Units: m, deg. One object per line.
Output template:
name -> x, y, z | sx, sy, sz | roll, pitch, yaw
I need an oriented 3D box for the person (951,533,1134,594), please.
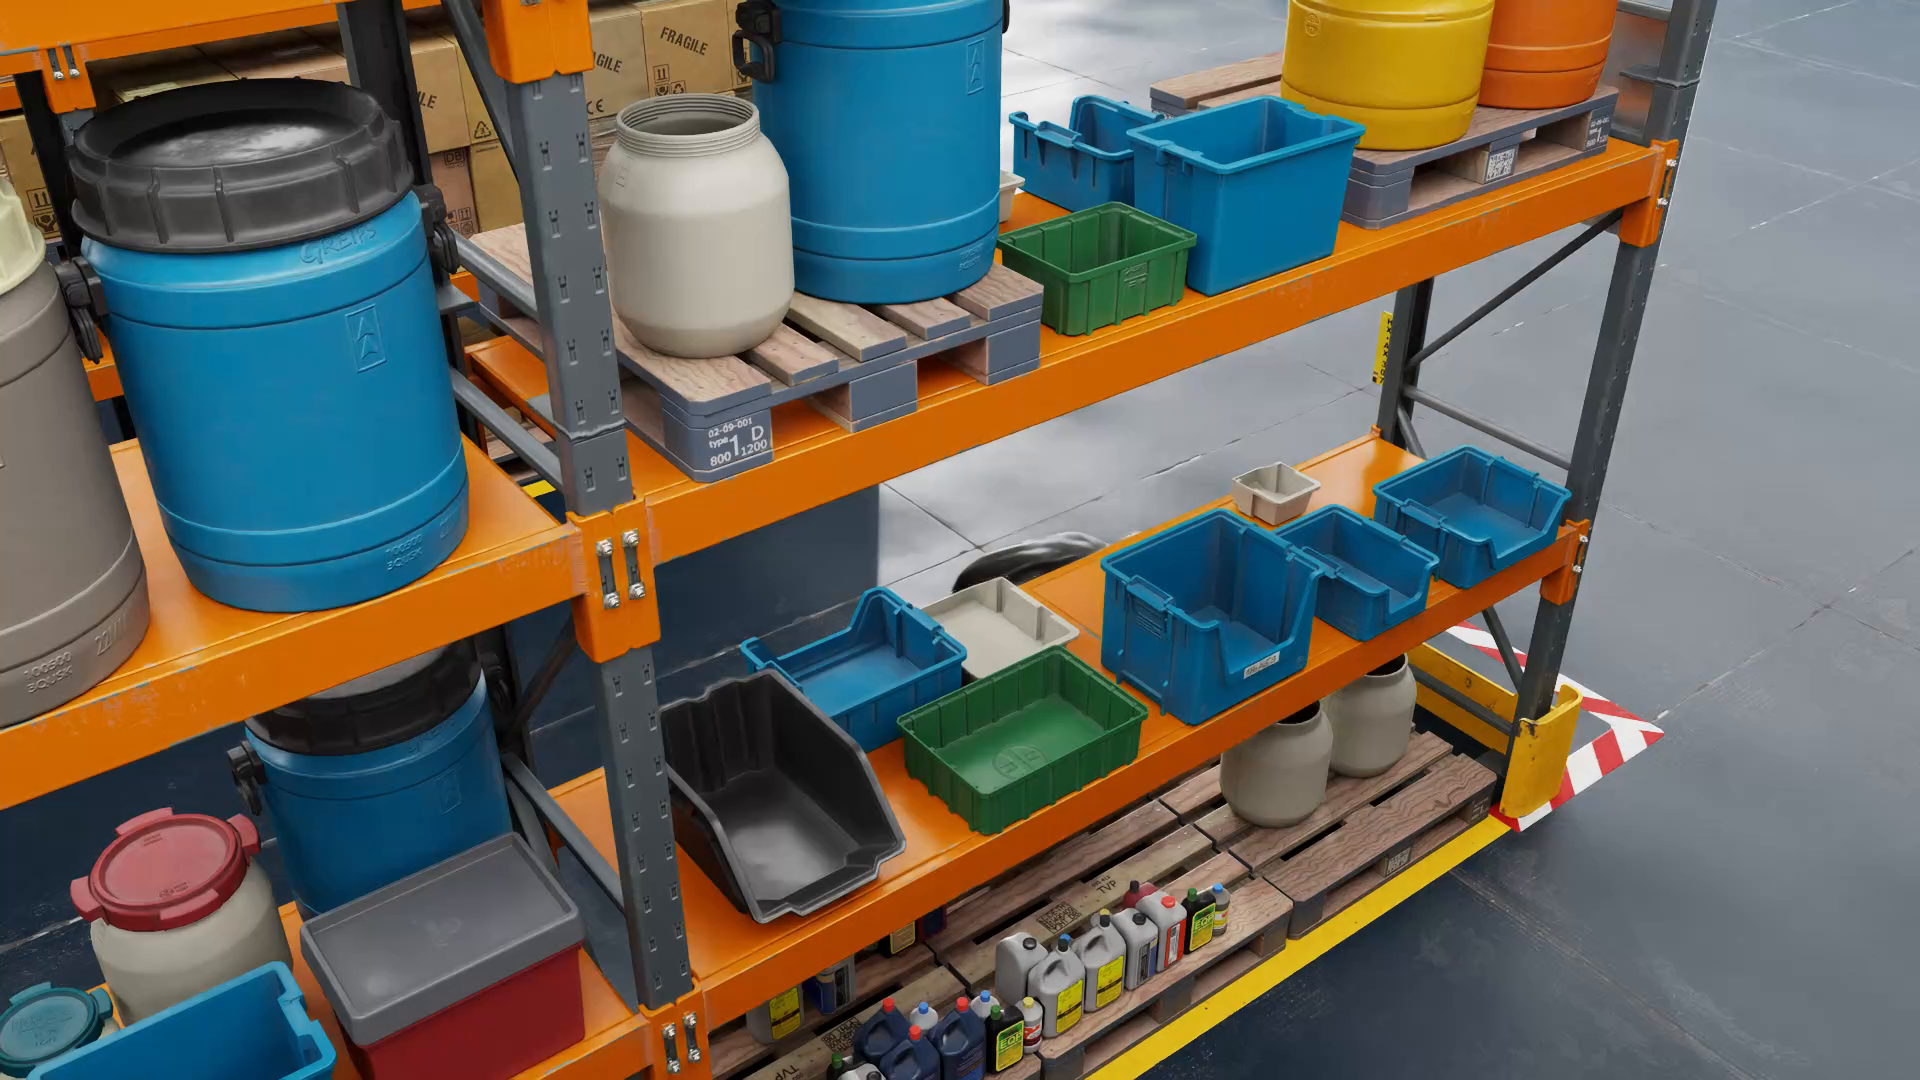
person -> 0.438, 0.356, 7.489 | 0.945, 0.807, 0.501 | -11, 34, -17
